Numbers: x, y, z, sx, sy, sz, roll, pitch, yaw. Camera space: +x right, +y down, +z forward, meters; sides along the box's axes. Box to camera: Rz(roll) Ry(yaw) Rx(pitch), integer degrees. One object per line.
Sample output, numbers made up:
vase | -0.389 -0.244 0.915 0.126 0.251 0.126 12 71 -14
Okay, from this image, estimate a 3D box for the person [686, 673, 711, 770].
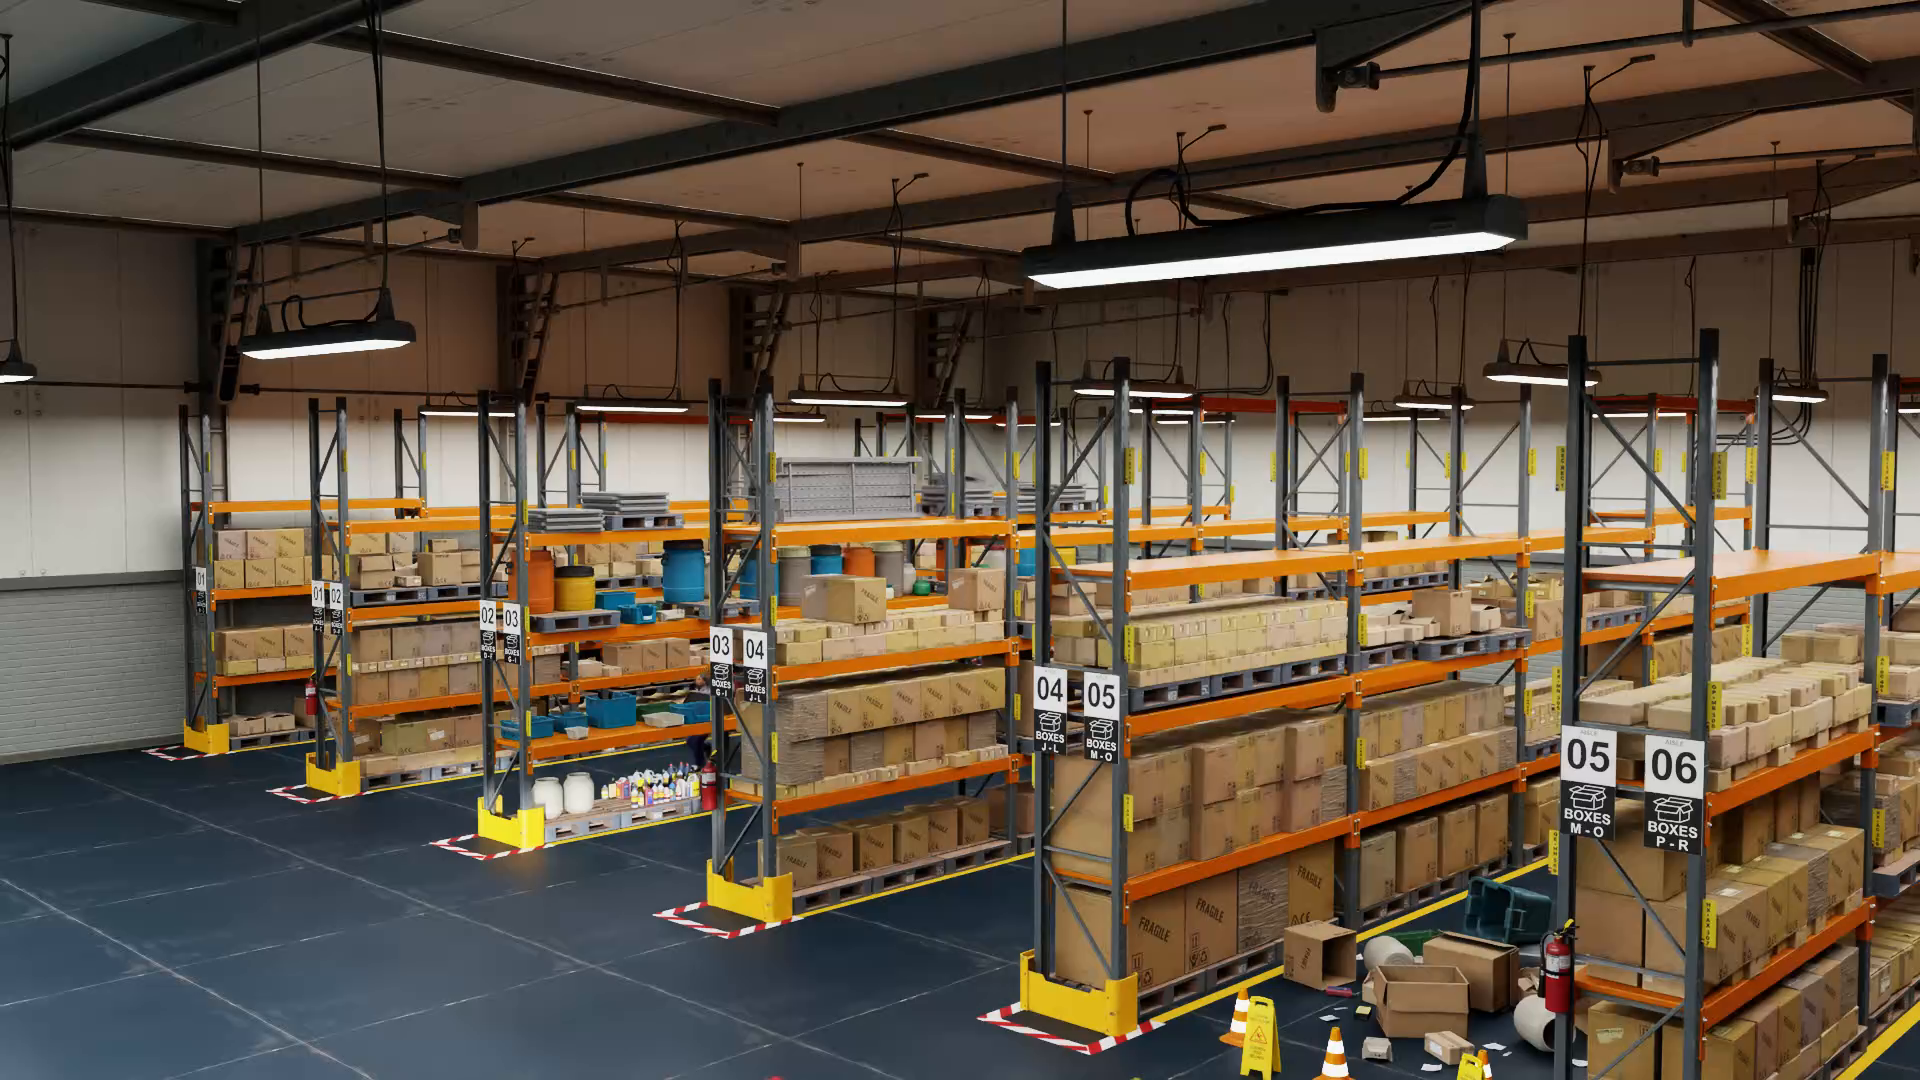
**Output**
person | -4.151 2.958 26.892 0.617 1.594 0.643 2 4 36
